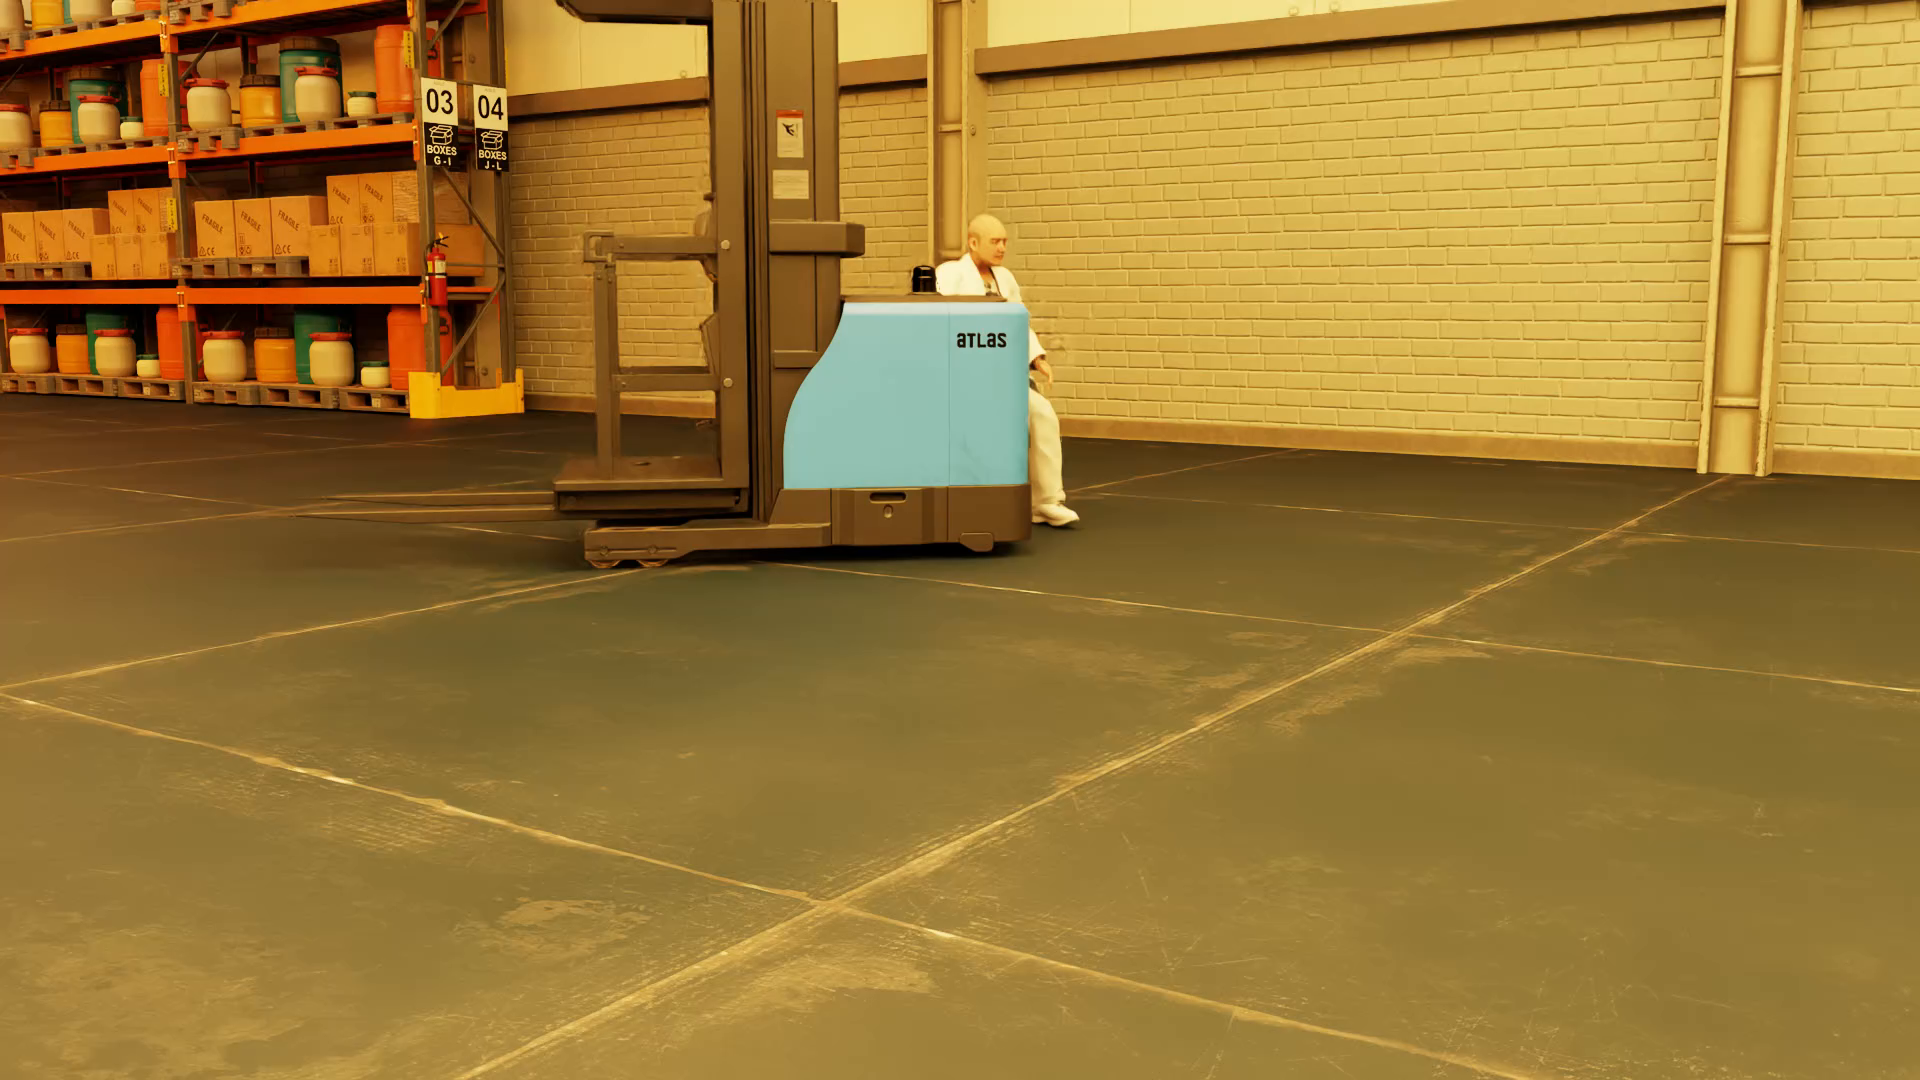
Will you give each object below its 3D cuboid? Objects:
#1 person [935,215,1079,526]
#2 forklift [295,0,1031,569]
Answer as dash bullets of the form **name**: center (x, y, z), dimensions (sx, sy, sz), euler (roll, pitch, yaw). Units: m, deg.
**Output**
- **person**: center (0.275, -0.813, 8.209), dimensions (0.923, 1.573, 0.836), euler (7, 10, 39)
- **forklift**: center (-1.259, -1.414, 7.135), dimensions (3.031, 2.935, 1.130), euler (-1, 8, -9)
